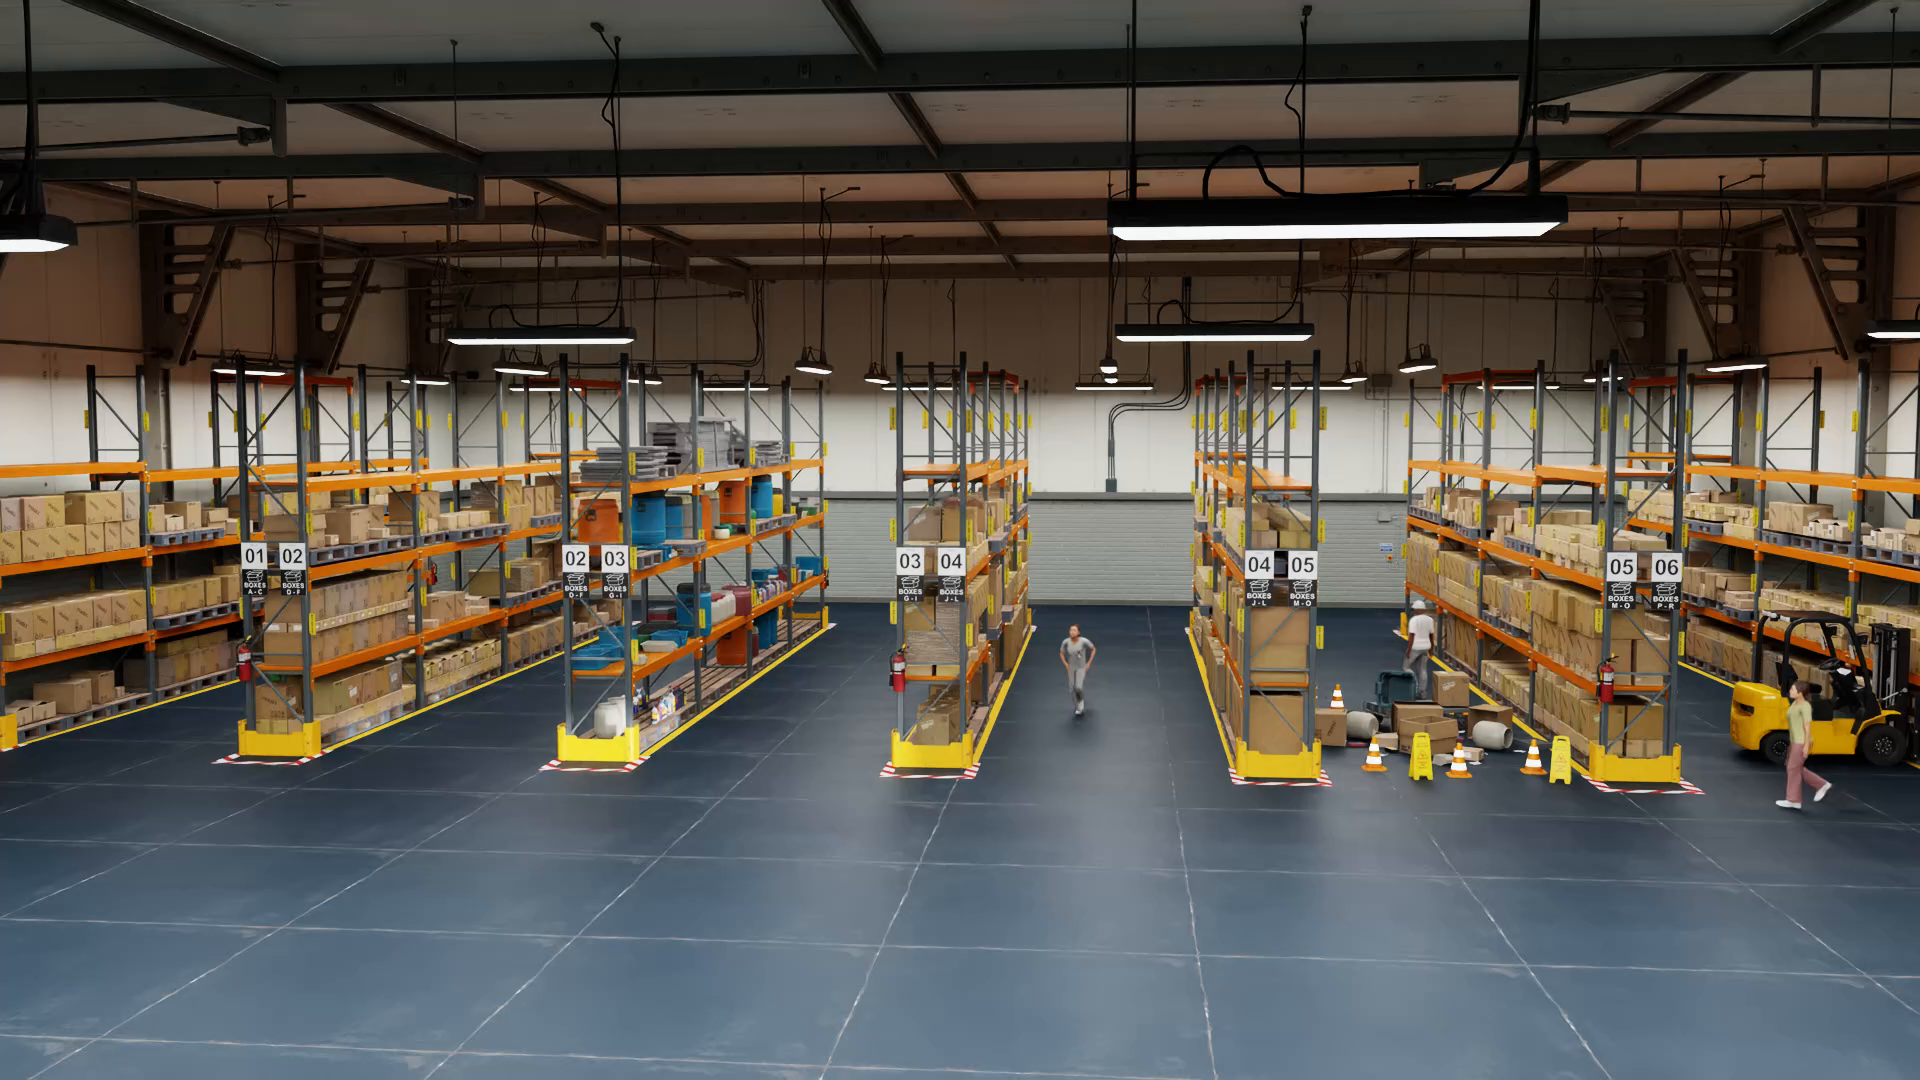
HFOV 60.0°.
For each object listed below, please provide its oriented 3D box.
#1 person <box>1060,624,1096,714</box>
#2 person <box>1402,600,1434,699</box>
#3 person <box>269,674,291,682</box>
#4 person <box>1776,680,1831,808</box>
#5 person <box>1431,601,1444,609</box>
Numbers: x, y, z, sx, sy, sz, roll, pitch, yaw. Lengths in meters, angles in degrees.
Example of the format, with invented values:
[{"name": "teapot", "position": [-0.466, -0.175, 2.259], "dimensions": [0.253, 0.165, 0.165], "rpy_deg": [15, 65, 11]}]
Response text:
[{"name": "person", "position": [2.014, 2.199, 28.347], "dimensions": [0.599, 1.586, 0.704], "rpy_deg": [1, 4, 17]}, {"name": "person", "position": [8.314, 1.983, 30.149], "dimensions": [0.612, 1.774, 0.398], "rpy_deg": [-2, 5, -26]}, {"name": "person", "position": [-11.530, 2.102, 28.297], "dimensions": [0.589, 1.790, 0.736], "rpy_deg": [0, 4, -3]}, {"name": "person", "position": [10.933, 2.635, 21.512], "dimensions": [0.670, 1.655, 0.458], "rpy_deg": [1, 4, 13]}, {"name": "person", "position": [12.203, 1.192, 42.224], "dimensions": [0.449, 1.687, 0.498], "rpy_deg": [-1, 4, -13]}]
